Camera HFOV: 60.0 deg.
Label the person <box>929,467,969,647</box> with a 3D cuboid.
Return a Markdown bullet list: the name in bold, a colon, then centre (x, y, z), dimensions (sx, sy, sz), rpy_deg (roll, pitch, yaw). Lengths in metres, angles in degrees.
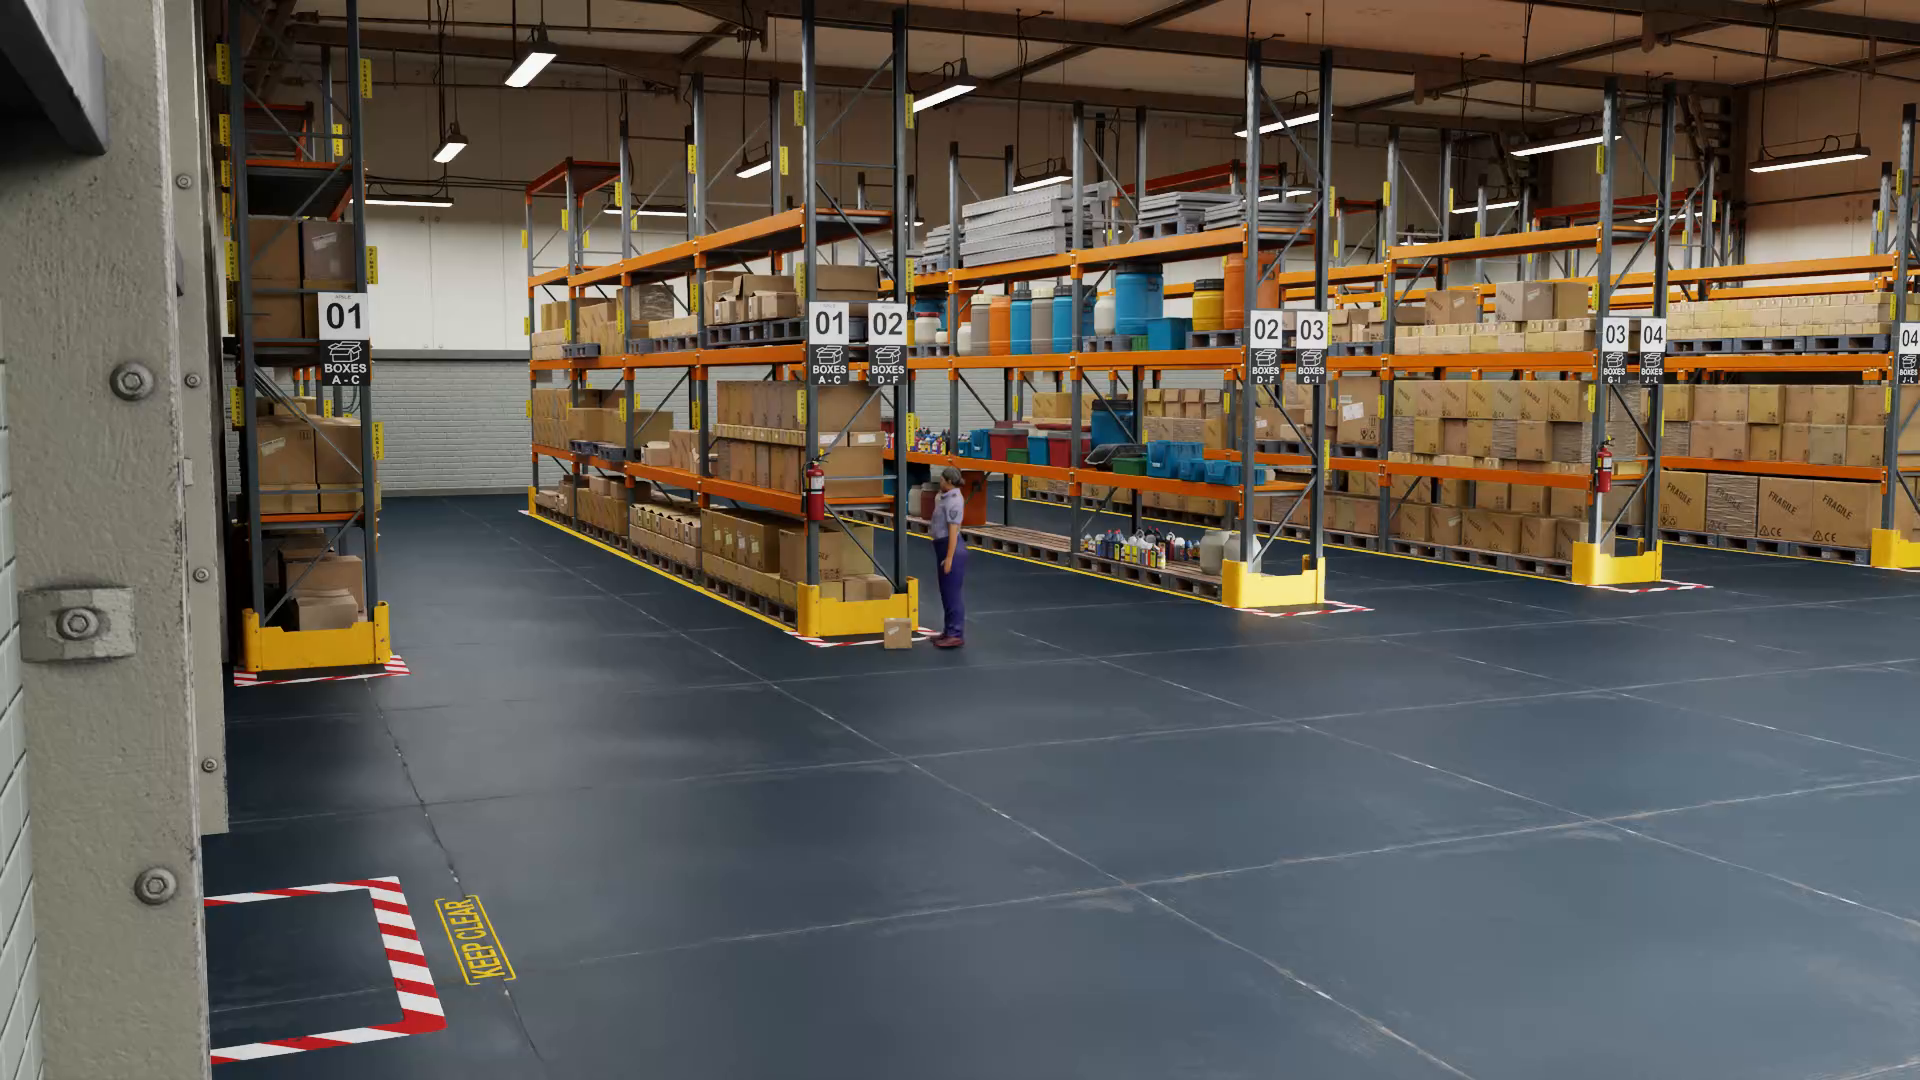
- **person**: centre (-0.101, 0.147, 15.400), dimensions (0.368, 1.657, 0.489), rpy_deg (0, 6, -2)
